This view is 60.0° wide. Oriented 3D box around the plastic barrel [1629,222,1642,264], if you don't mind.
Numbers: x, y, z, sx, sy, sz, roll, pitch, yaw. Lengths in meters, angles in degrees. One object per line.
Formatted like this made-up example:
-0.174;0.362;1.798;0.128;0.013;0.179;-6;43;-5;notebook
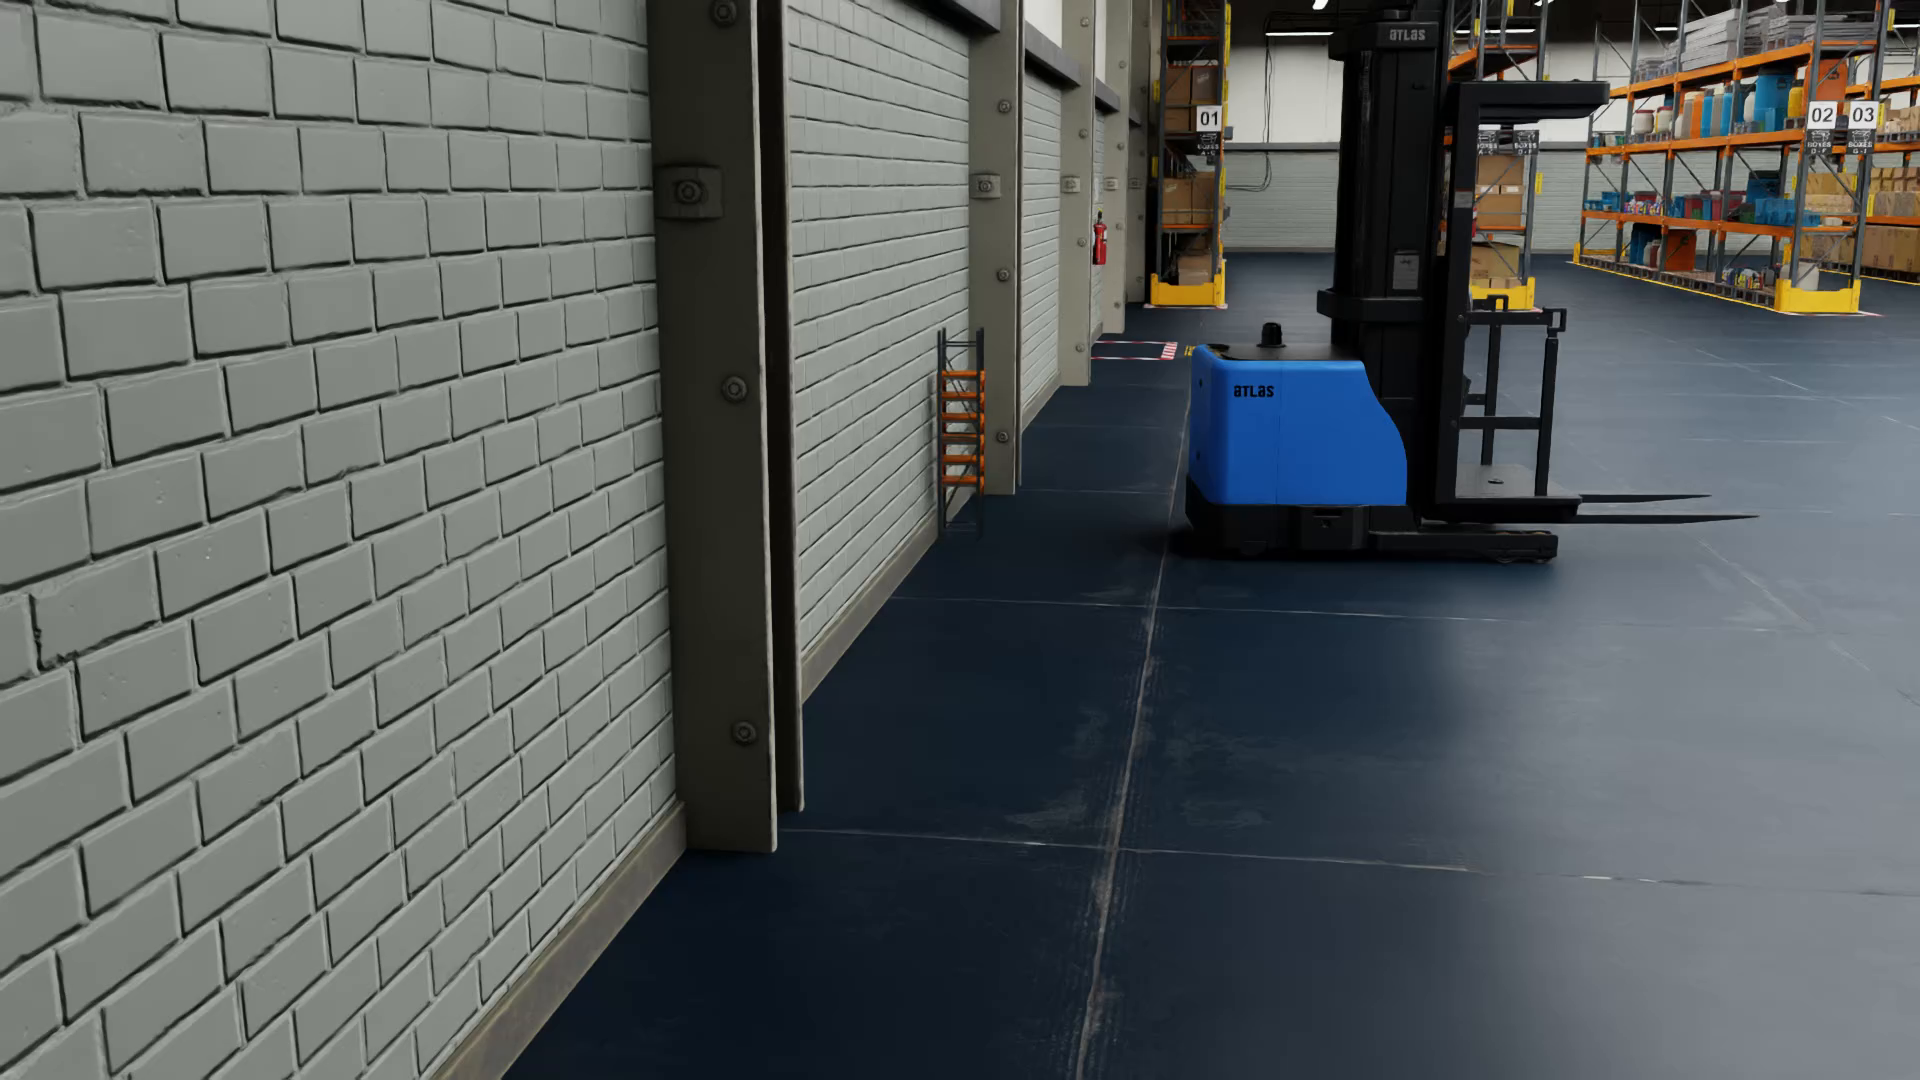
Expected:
15.280;-6.625;37.096;0.600;0.901;0.708;2;12;9;plastic barrel

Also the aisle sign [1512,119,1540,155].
8.934;-6.468;26.216;0.394;0.787;0.004;2;12;9;aisle sign

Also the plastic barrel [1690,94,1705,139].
14.324;-8.101;31.825;0.600;0.830;0.708;2;12;9;plastic barrel

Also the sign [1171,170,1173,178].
4.428;-7.629;35.026;0.100;0.325;0.005;2;12;9;sign

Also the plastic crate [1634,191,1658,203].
15.766;-7.796;38.254;0.402;0.464;0.583;2;12;9;plastic crate

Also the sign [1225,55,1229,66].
6.741;-12.119;41.961;0.100;0.325;0.005;2;12;9;sign

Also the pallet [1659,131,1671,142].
14.980;-8.255;34.007;1.003;0.211;1.213;2;12;9;pallet

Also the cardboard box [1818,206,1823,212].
20.274;-7.724;38.808;0.380;0.149;0.250;2;12;7;cardboard box

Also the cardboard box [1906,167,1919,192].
19.891;-7.391;34.050;0.797;0.503;0.637;2;12;10;cardboard box

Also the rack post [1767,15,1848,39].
13.802;-8.360;27.103;0.937;0.300;0.954;2;12;8;rack post

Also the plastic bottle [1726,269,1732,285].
13.646;-4.656;29.397;0.152;0.276;0.135;2;12;11;plastic bottle

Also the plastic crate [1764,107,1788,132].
13.531;-6.925;27.424;0.392;0.384;0.575;2;12;9;plastic crate

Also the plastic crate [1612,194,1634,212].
15.116;-7.687;37.940;0.392;0.384;0.575;2;12;9;plastic crate

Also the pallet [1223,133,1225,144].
5.023;-8.556;35.402;1.213;0.211;1.003;2;12;11;pallet

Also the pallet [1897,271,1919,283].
19.855;-5.363;33.878;1.003;0.211;1.213;2;12;9;pallet

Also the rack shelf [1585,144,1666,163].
15.688;-9.089;39.134;1.077;0.370;4.000;2;12;9;rack shelf

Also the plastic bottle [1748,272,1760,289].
13.450;-4.391;28.171;0.152;0.276;0.135;2;12;9;plastic bottle

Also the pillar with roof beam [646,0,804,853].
3.562;-3.352;3.685;9.100;9.000;0.400;2;12;9;pillar with roof beam

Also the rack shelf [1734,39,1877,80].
13.843;-7.862;27.269;1.077;0.370;4.000;2;12;9;rack shelf

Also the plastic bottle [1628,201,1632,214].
14.868;-7.360;36.829;0.097;0.271;0.097;0;12;0;plastic bottle

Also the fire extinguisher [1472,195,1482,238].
8.164;-5.174;26.563;0.296;0.674;0.183;2;12;9;fire extinguisher

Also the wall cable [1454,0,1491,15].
13.161;-15.796;46.017;3.097;2.526;0.112;2;12;9;wall cable

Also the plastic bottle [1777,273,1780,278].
14.123;-4.499;28.651;0.061;0.283;0.133;2;12;9;plastic bottle

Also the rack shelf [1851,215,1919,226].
19.967;-6.629;34.841;1.077;0.370;4.000;2;12;9;rack shelf

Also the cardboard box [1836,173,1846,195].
20.163;-8.044;37.571;0.500;0.500;0.500;2;12;9;cardboard box

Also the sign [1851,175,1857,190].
19.726;-7.877;36.680;0.100;0.325;0.005;2;12;9;sign

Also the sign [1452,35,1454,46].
11.036;-11.169;37.366;0.100;0.325;0.005;2;12;9;sign

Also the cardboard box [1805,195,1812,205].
20.476;-8.102;39.620;0.500;0.250;0.500;2;12;8;cardboard box

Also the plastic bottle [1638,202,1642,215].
14.755;-7.172;35.947;0.152;0.276;0.135;2;12;9;plastic bottle

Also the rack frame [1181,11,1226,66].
5.592;-10.811;38.300;1.000;3.000;0.127;2;12;9;rack frame

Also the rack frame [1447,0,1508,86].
9.257;-8.986;29.831;1.000;3.000;0.127;2;12;9;rack frame

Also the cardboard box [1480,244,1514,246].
9.083;-4.762;28.219;0.500;0.500;0.500;2;12;9;cardboard box

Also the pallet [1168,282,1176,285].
4.108;-4.455;29.662;1.003;0.211;1.213;2;12;9;pallet

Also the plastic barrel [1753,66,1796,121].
13.892;-7.605;28.356;0.600;0.901;0.708;2;12;9;plastic barrel

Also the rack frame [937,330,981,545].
-0.006;-0.565;9.265;0.240;1.200;0.006;2;12;8;rack frame

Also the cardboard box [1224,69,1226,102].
4.172;-7.570;27.719;0.500;0.500;0.500;2;12;8;cardboard box

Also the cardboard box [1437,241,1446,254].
8.807;-5.091;29.745;0.500;0.500;0.500;2;12;9;cardboard box

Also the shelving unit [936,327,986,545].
0.007;-0.584;9.354;0.258;1.200;0.189;2;12;8;shelving unit

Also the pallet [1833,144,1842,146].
20.786;-9.498;39.536;1.003;0.211;1.213;2;12;9;pallet

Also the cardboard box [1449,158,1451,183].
9.195;-6.644;29.886;0.700;0.500;0.500;2;12;9;cardboard box

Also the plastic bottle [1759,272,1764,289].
13.556;-4.392;28.155;0.061;0.283;0.133;2;12;9;plastic bottle

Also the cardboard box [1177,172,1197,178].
4.790;-7.719;35.422;0.500;0.250;0.500;2;12;10;cardboard box

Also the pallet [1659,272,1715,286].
14.608;-5.202;33.130;1.003;0.211;1.213;2;12;9;pallet

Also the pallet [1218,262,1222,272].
5.362;-6.098;37.287;1.003;0.211;1.213;2;12;9;pallet

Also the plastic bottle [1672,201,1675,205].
15.222;-7.079;35.339;0.144;0.351;0.185;2;12;9;plastic bottle

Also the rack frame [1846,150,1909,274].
20.275;-7.397;36.698;1.000;3.000;0.127;2;12;9;rack frame

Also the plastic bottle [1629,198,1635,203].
15.000;-7.462;37.117;0.144;0.351;0.185;2;12;9;plastic bottle

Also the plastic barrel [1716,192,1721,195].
14.754;-6.471;32.134;0.421;0.512;0.421;0;12;0;plastic barrel

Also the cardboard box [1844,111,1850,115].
20.423;-9.443;37.600;0.700;0.500;0.500;3;12;12;cardboard box

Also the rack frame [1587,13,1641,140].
15.996;-11.323;40.674;1.000;3.000;0.127;2;12;9;rack frame

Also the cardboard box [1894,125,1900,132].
19.898;-8.641;34.948;0.380;0.149;0.250;1;12;6;cardboard box

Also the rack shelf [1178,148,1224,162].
5.284;-8.577;36.760;1.077;0.370;4.000;2;12;9;rack shelf

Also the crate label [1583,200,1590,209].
15.633;-8.297;41.128;0.416;0.233;0.303;2;12;9;crate label

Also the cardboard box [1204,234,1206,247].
4.694;-6.030;33.464;0.500;0.250;0.500;2;12;8;cardboard box

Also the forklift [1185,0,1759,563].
2.844;-1.423;9.137;3.031;2.935;1.130;0;12;1;forklift

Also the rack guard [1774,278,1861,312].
13.501;-3.855;26.195;1.175;0.500;0.348;2;12;9;rack guard

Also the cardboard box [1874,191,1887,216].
19.803;-7.150;35.311;0.500;0.500;0.500;2;12;7;cardboard box
